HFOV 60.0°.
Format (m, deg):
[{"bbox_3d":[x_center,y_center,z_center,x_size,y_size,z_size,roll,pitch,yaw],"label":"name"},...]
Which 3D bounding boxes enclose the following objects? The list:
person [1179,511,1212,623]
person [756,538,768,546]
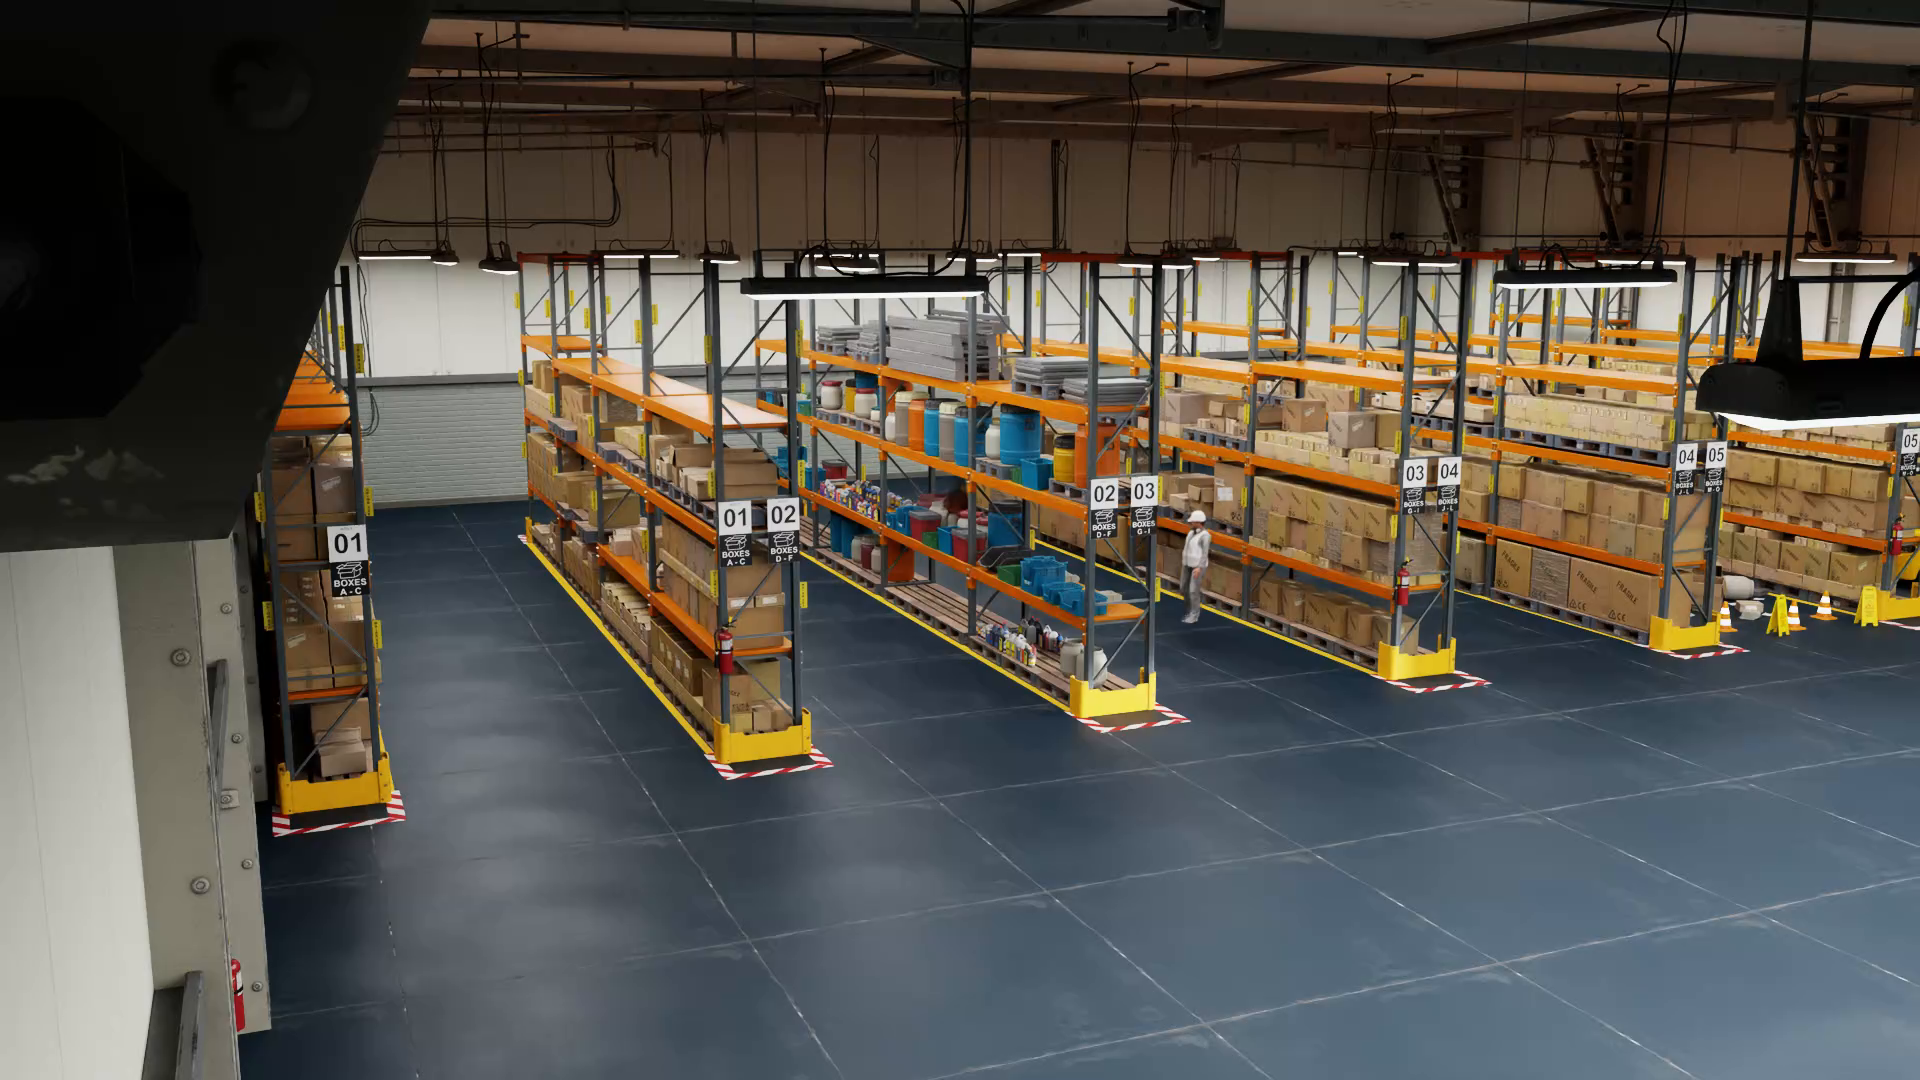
[{"bbox_3d":[3.686,0.450,26.289,0.500,1.838,0.589,-7,13,-34],"label":"person"},{"bbox_3d":[-3.305,0.096,28.140,0.648,1.734,0.923,-6,12,-31],"label":"person"}]
